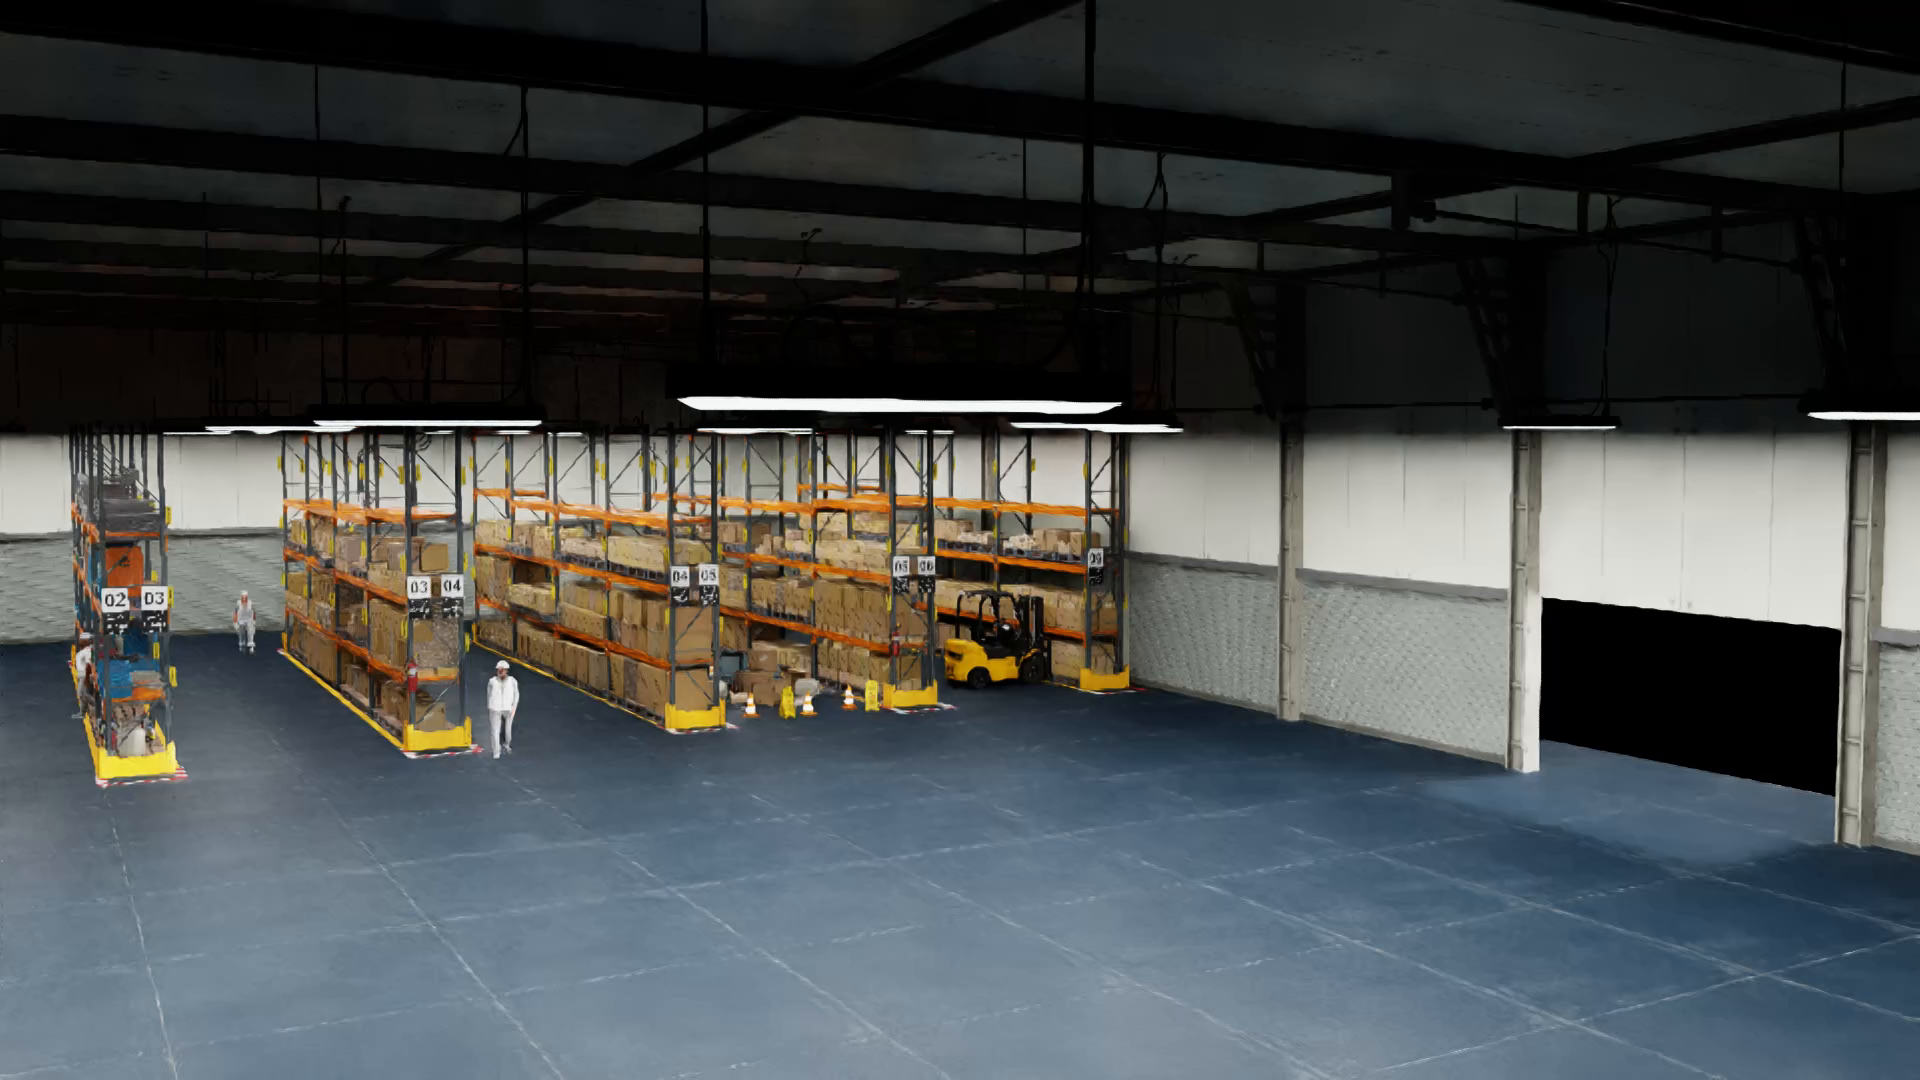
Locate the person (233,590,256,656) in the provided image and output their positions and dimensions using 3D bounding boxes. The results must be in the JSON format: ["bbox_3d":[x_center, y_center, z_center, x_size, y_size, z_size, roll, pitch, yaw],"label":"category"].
[{"bbox_3d":[-18.763,2.158,43.639,0.553,1.709,1.123,-2,4,-27],"label":"person"}]

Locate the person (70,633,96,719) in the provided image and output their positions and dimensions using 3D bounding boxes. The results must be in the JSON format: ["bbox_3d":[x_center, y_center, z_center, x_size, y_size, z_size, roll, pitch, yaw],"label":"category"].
[{"bbox_3d":[-17.749,2.759,33.736,0.507,1.764,0.659,-3,4,-38],"label":"person"}]

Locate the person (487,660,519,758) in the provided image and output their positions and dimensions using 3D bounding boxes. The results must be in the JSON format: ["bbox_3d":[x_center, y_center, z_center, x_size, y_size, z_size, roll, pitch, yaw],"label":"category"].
[{"bbox_3d":[-8.198,3.010,29.852,0.539,1.714,1.033,-1,4,-20],"label":"person"}]
